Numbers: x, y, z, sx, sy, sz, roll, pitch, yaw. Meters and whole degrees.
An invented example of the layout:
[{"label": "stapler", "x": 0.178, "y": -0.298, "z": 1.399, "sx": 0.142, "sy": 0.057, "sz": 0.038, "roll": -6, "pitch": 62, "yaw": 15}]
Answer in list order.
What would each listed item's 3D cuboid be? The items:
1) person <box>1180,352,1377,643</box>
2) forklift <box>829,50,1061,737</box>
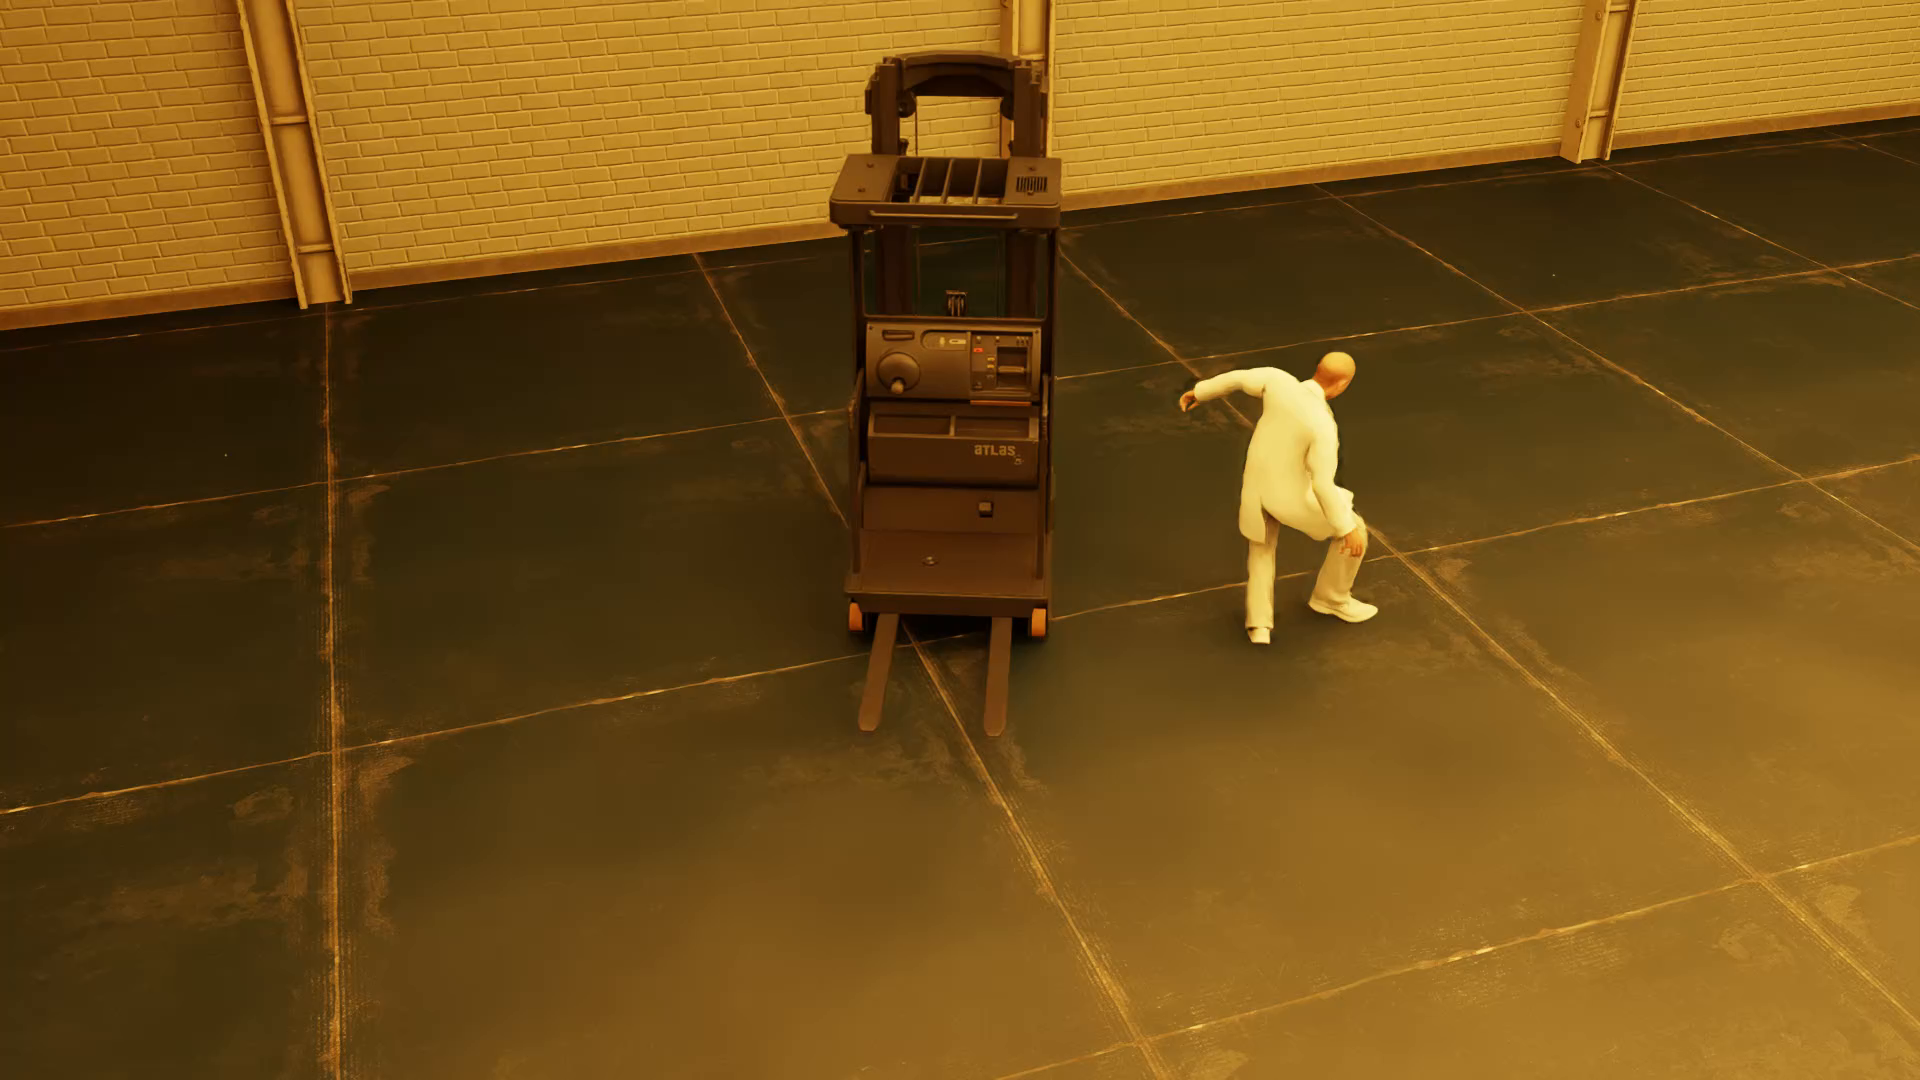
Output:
[{"label": "person", "x": 1.684, "y": -0.256, "z": 8.959, "sx": 0.688, "sy": 1.688, "sz": 1.255, "roll": -23, "pitch": 37, "yaw": -34}, {"label": "forklift", "x": -0.047, "y": -0.905, "z": 8.659, "sx": 1.130, "sy": 2.935, "sz": 3.031, "roll": 2, "pitch": 30, "yaw": 3}]
